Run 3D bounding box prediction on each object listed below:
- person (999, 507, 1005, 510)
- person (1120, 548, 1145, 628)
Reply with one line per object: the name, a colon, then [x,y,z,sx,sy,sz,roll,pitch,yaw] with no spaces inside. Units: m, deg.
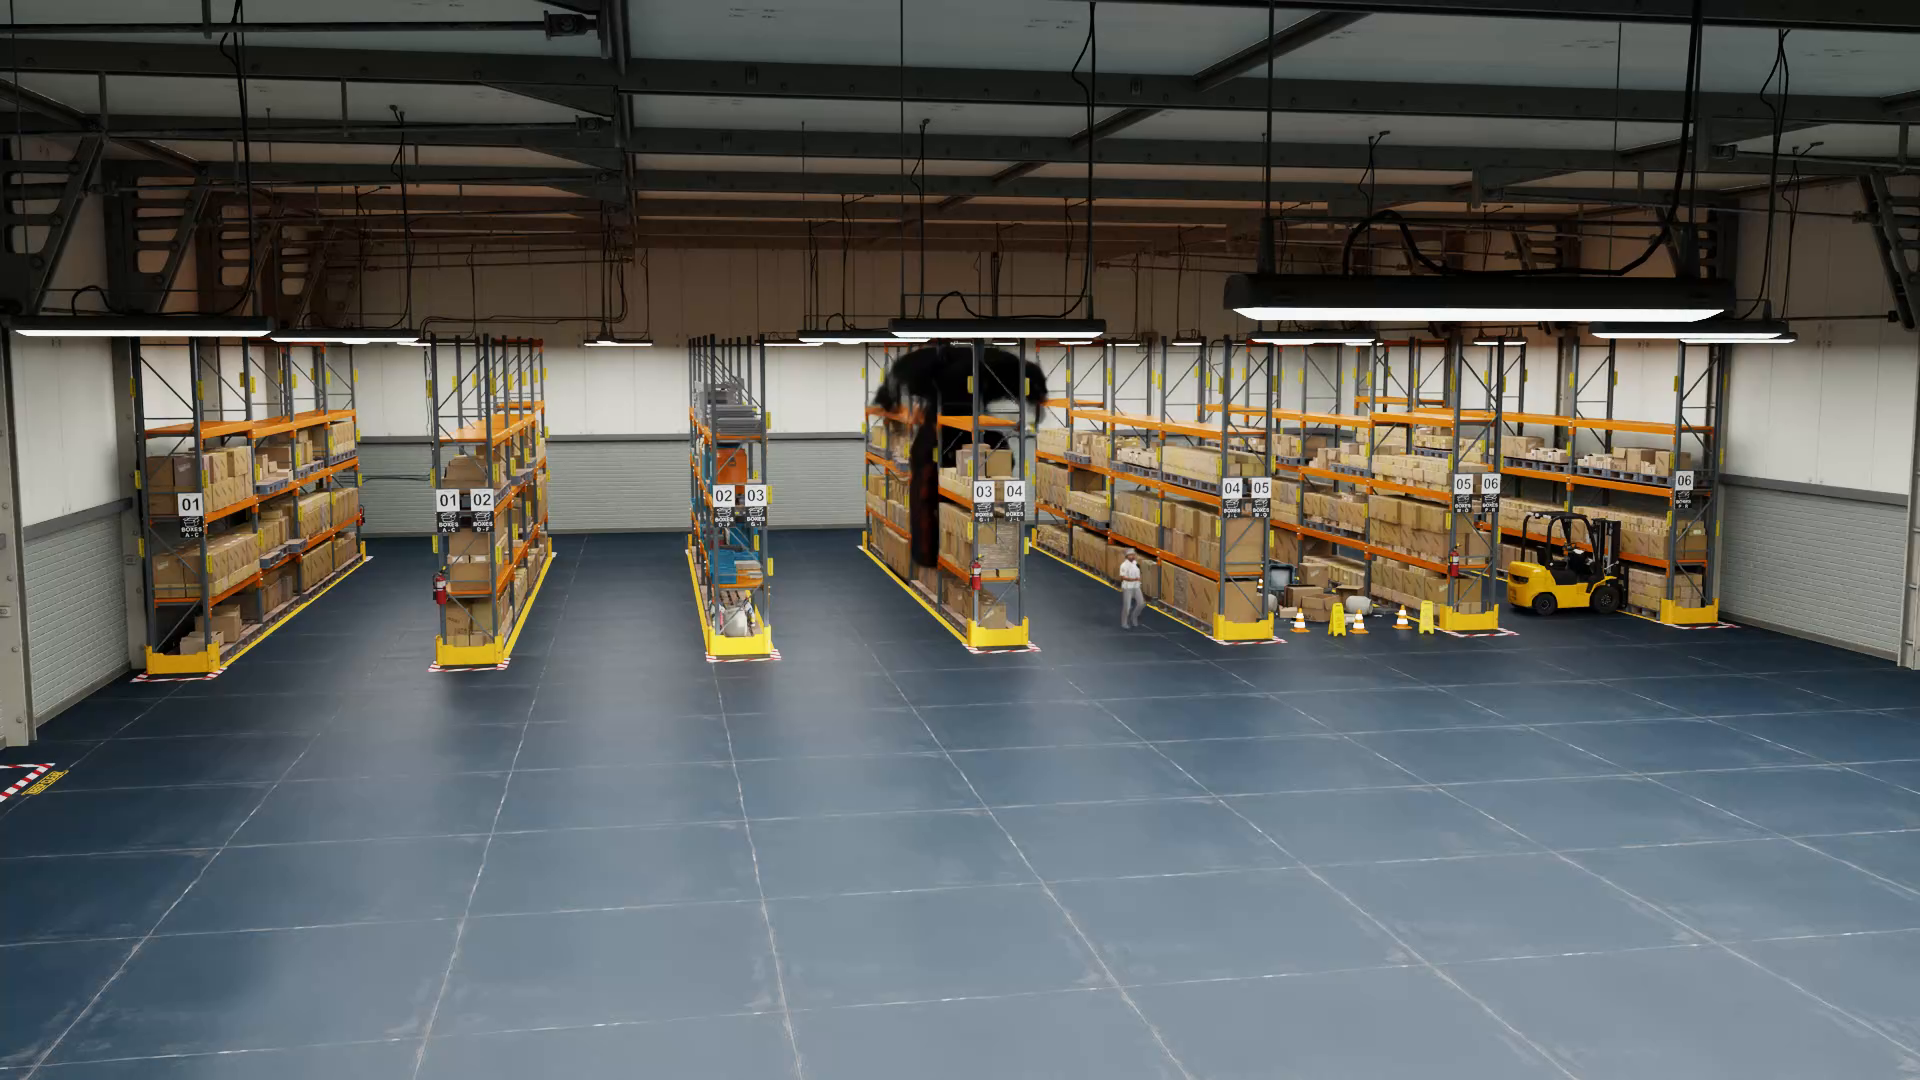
person: [1.244,-0.479,46.527,0.724,1.760,0.967,-1,7,-9]
person: [3.545,0.989,34.056,0.577,1.682,0.629,-4,7,-29]
